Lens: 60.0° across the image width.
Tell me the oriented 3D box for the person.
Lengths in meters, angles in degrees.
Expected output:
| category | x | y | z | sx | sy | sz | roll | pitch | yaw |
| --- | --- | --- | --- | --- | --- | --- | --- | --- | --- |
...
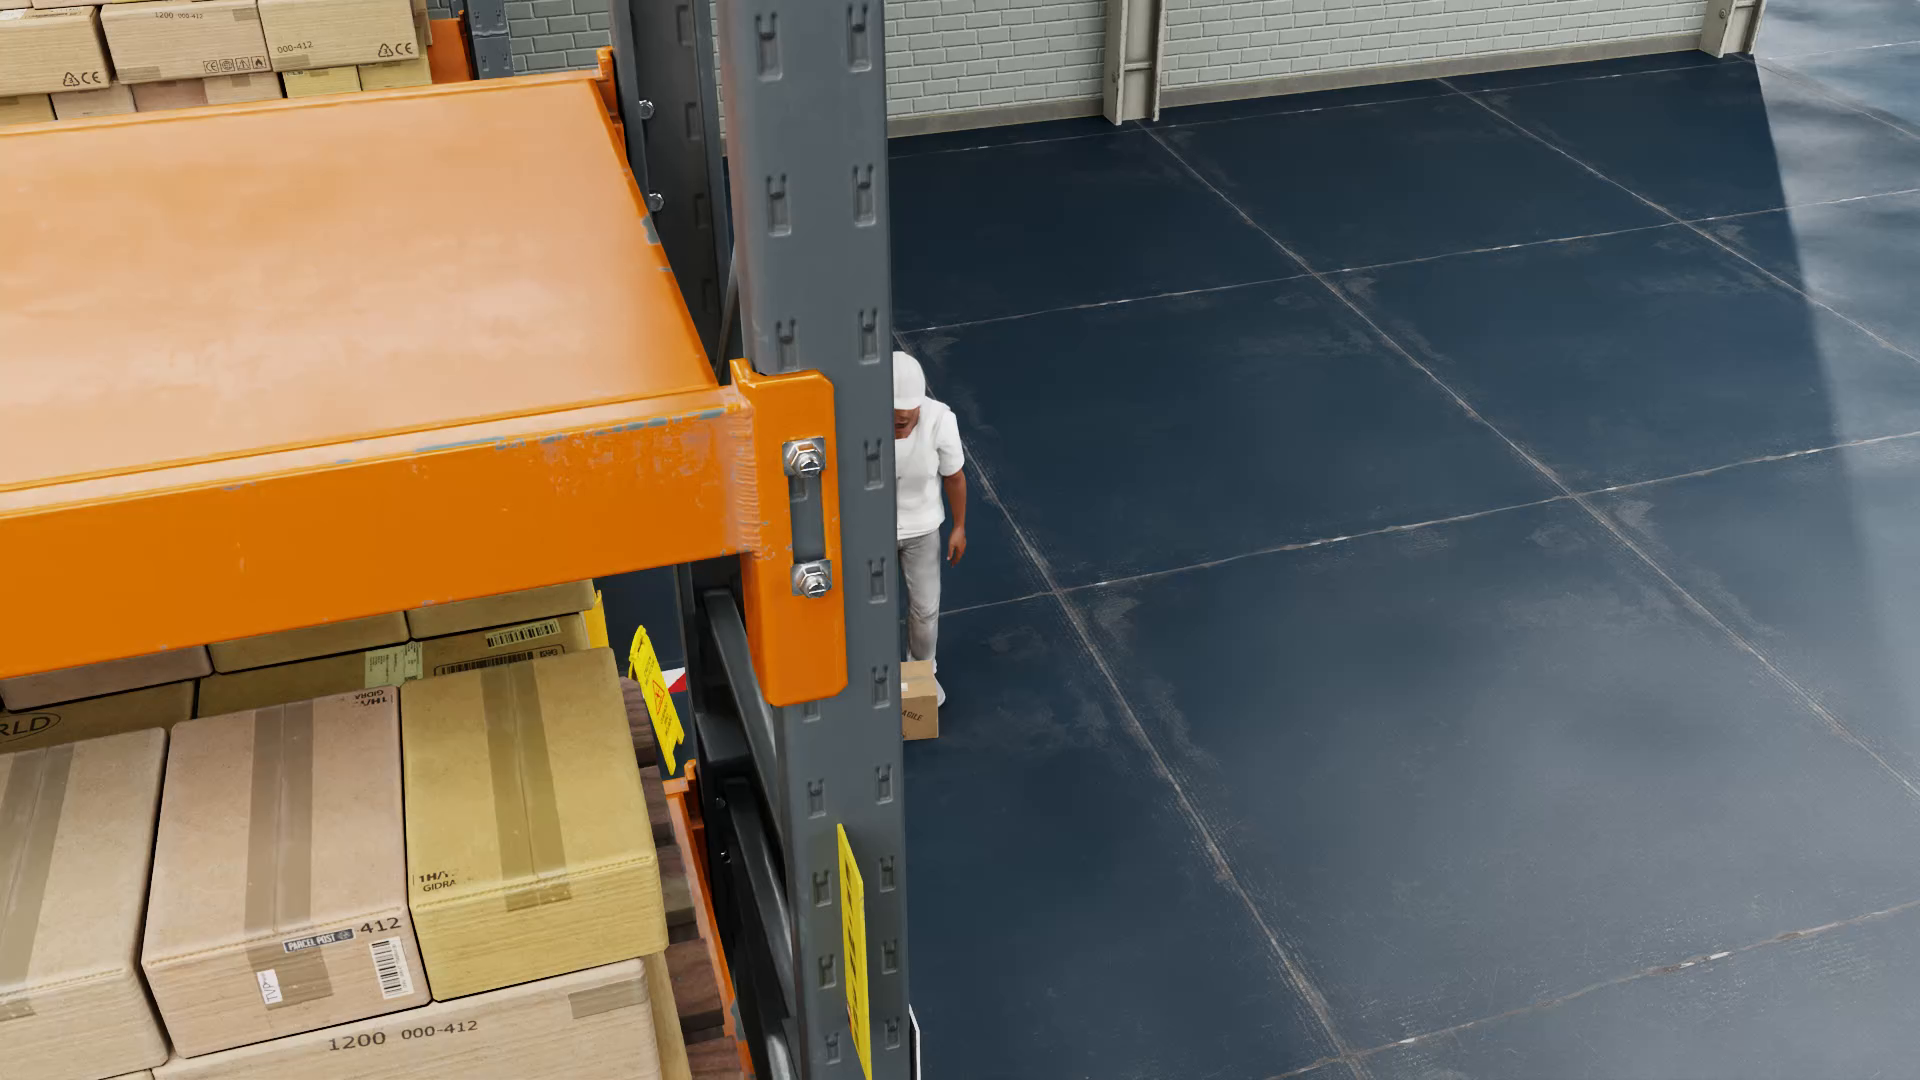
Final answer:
| category | x | y | z | sx | sy | sz | roll | pitch | yaw |
| --- | --- | --- | --- | --- | --- | --- | --- | --- | --- |
| person | -0.278 | -0.036 | 7.179 | 0.629 | 1.761 | 0.457 | -5 | 34 | -7 |
